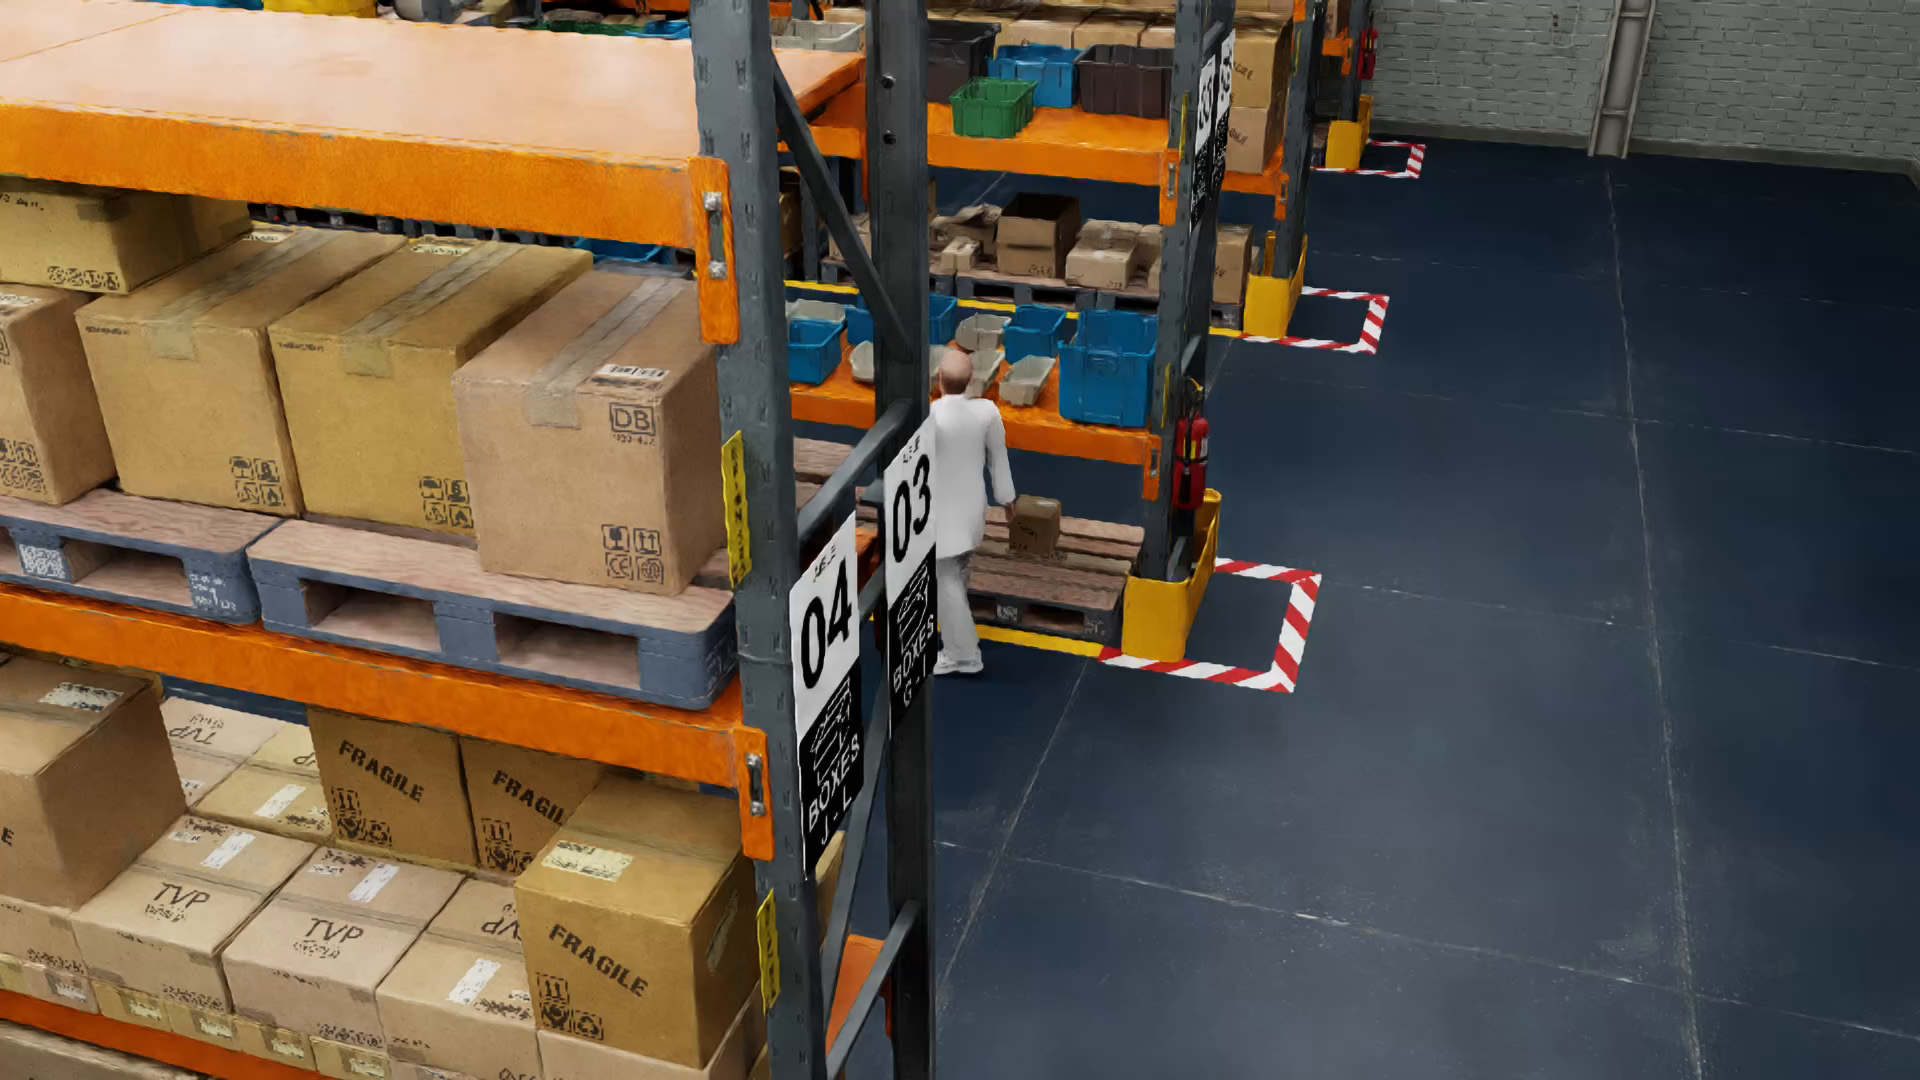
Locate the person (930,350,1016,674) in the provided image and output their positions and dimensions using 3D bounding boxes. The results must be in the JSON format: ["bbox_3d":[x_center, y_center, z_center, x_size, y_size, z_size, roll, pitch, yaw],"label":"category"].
[{"bbox_3d":[-0.040,-0.183,8.850,0.685,1.772,0.705,-16,33,-27],"label":"person"}]
